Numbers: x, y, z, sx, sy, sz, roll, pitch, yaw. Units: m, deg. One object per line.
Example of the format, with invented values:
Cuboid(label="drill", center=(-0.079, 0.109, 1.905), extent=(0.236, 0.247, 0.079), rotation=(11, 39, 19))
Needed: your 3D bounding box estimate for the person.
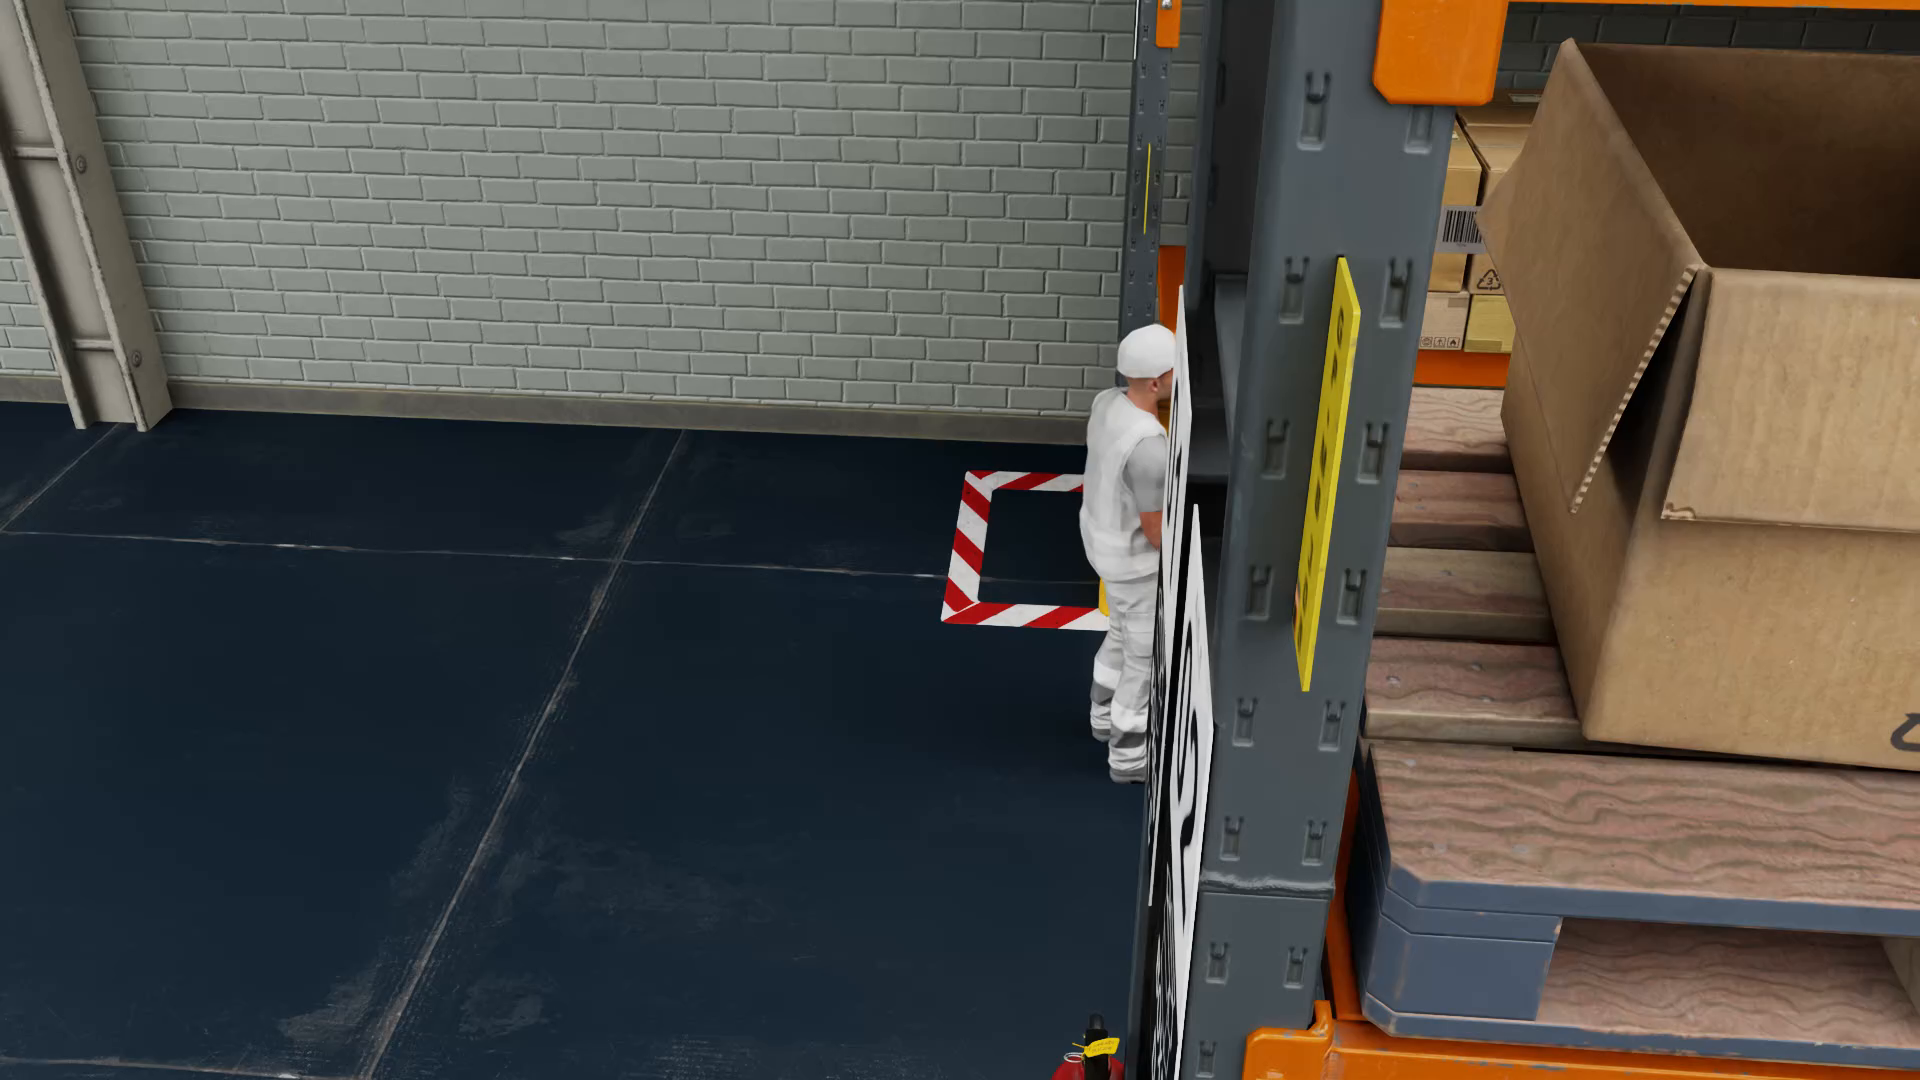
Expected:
Cuboid(label="person", center=(0.673, 0.051, 6.027), extent=(0.462, 1.792, 0.535), rotation=(-5, 32, -8))
